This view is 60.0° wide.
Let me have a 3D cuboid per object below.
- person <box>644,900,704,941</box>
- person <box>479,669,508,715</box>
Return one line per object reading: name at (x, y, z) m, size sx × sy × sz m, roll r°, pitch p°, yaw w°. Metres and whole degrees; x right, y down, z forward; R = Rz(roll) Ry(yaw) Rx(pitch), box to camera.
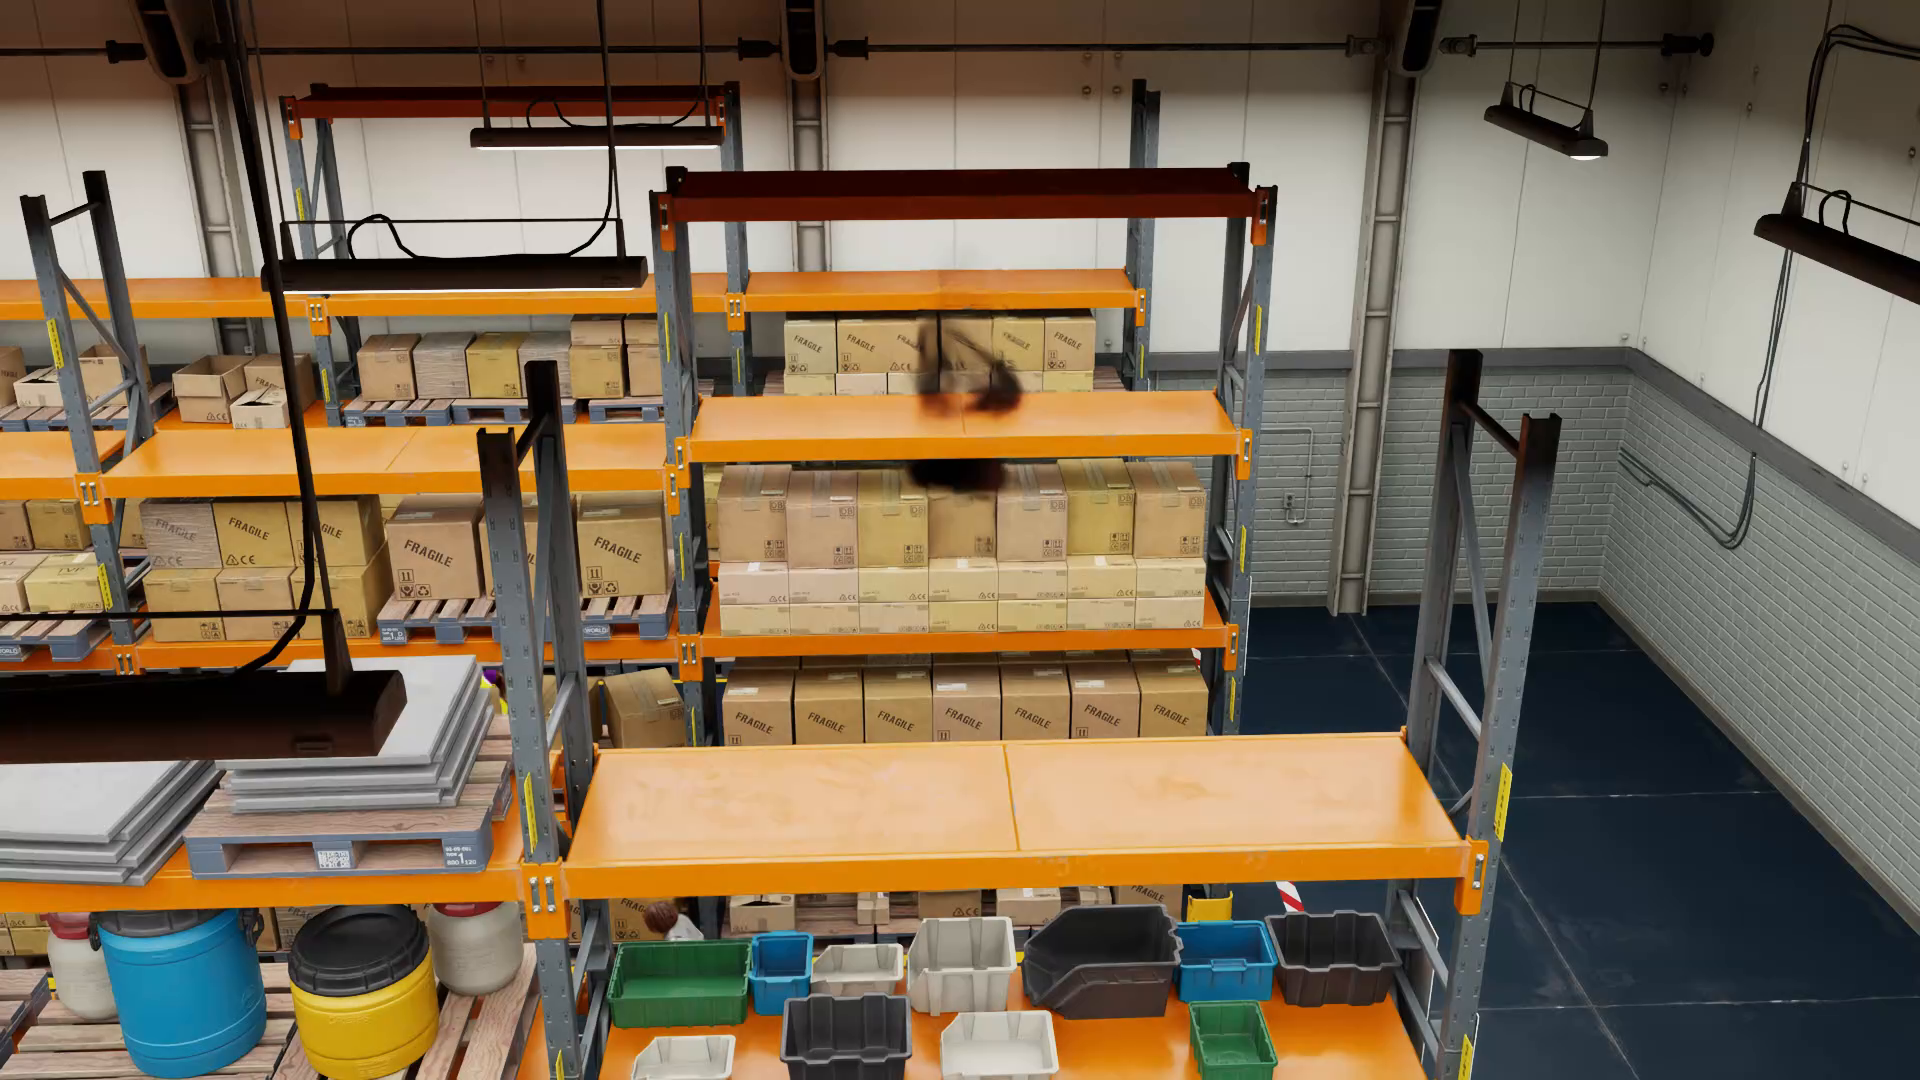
person at (-1.672, 3.139, 11.450) m, size 0.903 × 1.548 × 0.565 m, roll -3°, pitch 22°, yaw -6°
person at (-4.159, 1.757, 14.727) m, size 0.830 × 1.578 × 0.734 m, roll -4°, pitch 23°, yaw -11°
